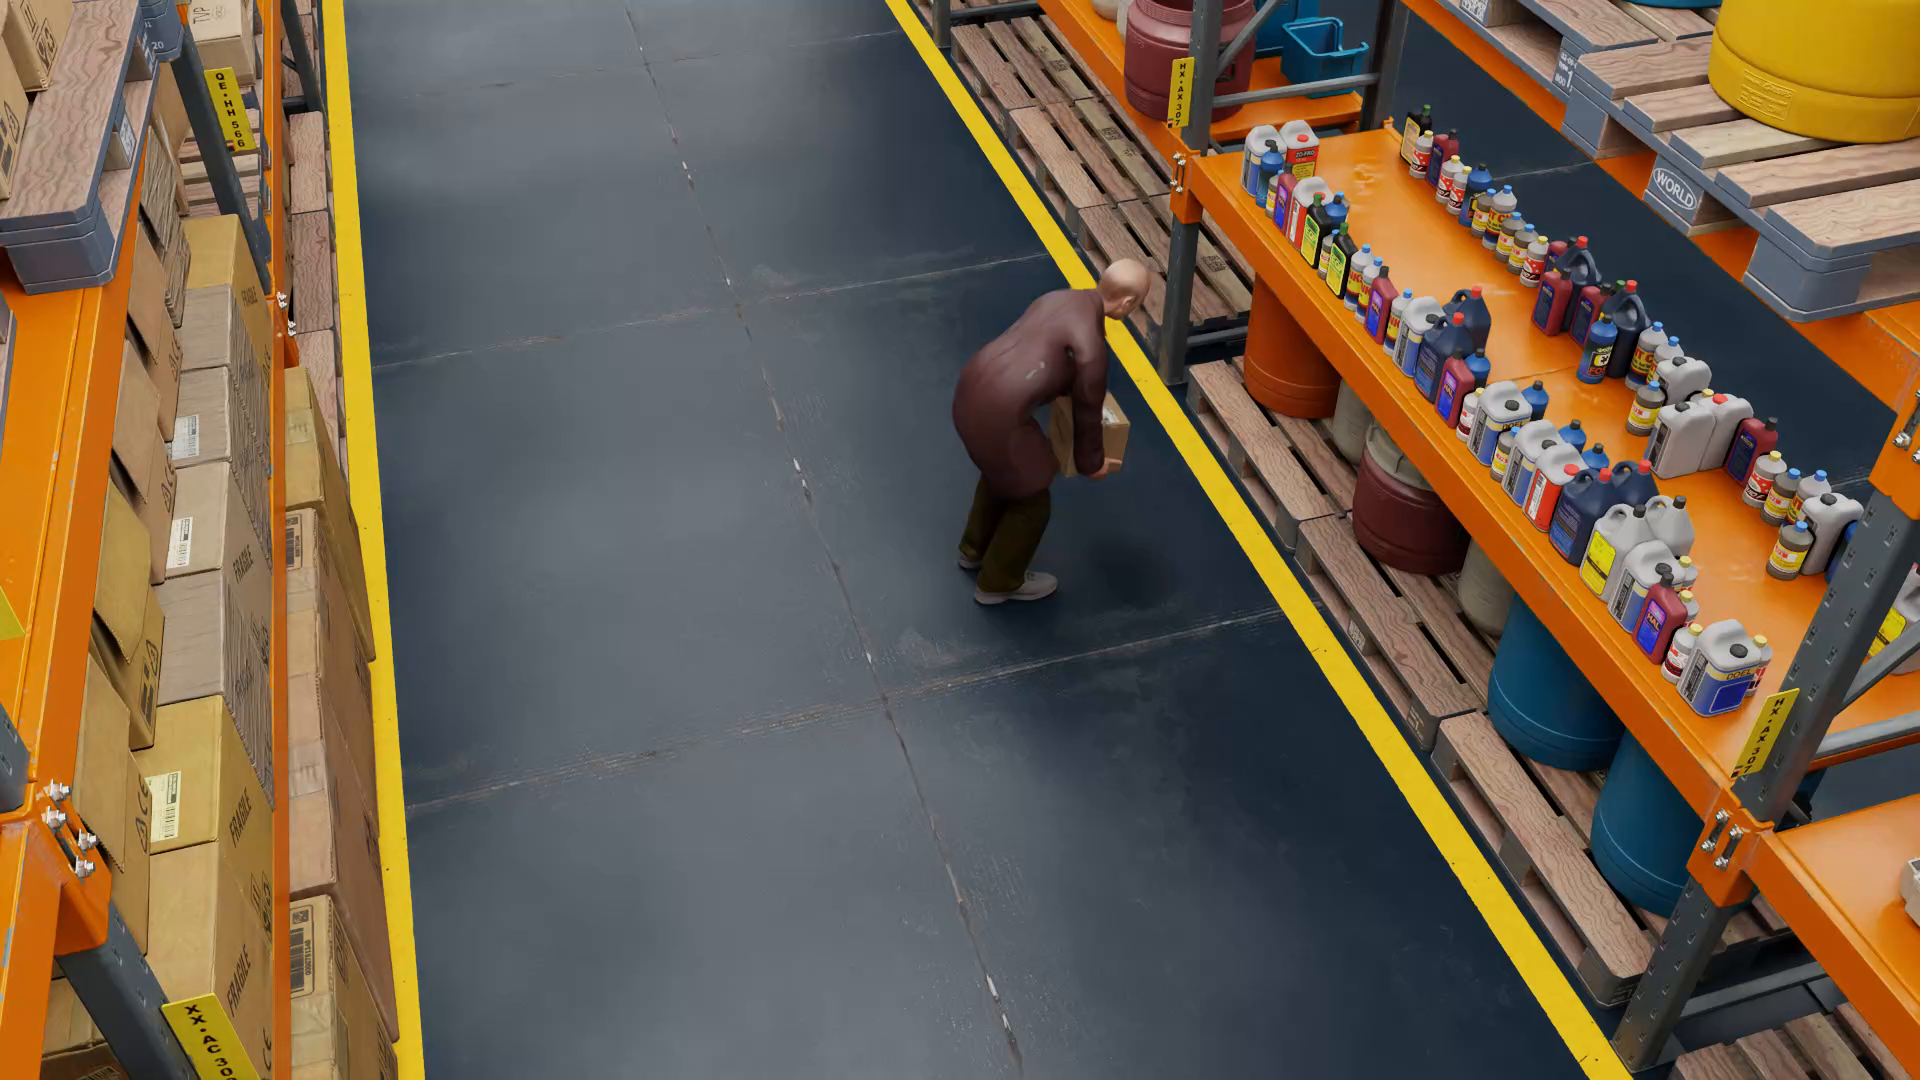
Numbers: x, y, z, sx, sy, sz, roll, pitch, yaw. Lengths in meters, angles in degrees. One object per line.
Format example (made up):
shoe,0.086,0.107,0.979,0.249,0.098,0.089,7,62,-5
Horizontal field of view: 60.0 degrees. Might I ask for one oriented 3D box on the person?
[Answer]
person,0.372,-0.440,6.882,0.815,1.495,0.549,-13,43,-14
